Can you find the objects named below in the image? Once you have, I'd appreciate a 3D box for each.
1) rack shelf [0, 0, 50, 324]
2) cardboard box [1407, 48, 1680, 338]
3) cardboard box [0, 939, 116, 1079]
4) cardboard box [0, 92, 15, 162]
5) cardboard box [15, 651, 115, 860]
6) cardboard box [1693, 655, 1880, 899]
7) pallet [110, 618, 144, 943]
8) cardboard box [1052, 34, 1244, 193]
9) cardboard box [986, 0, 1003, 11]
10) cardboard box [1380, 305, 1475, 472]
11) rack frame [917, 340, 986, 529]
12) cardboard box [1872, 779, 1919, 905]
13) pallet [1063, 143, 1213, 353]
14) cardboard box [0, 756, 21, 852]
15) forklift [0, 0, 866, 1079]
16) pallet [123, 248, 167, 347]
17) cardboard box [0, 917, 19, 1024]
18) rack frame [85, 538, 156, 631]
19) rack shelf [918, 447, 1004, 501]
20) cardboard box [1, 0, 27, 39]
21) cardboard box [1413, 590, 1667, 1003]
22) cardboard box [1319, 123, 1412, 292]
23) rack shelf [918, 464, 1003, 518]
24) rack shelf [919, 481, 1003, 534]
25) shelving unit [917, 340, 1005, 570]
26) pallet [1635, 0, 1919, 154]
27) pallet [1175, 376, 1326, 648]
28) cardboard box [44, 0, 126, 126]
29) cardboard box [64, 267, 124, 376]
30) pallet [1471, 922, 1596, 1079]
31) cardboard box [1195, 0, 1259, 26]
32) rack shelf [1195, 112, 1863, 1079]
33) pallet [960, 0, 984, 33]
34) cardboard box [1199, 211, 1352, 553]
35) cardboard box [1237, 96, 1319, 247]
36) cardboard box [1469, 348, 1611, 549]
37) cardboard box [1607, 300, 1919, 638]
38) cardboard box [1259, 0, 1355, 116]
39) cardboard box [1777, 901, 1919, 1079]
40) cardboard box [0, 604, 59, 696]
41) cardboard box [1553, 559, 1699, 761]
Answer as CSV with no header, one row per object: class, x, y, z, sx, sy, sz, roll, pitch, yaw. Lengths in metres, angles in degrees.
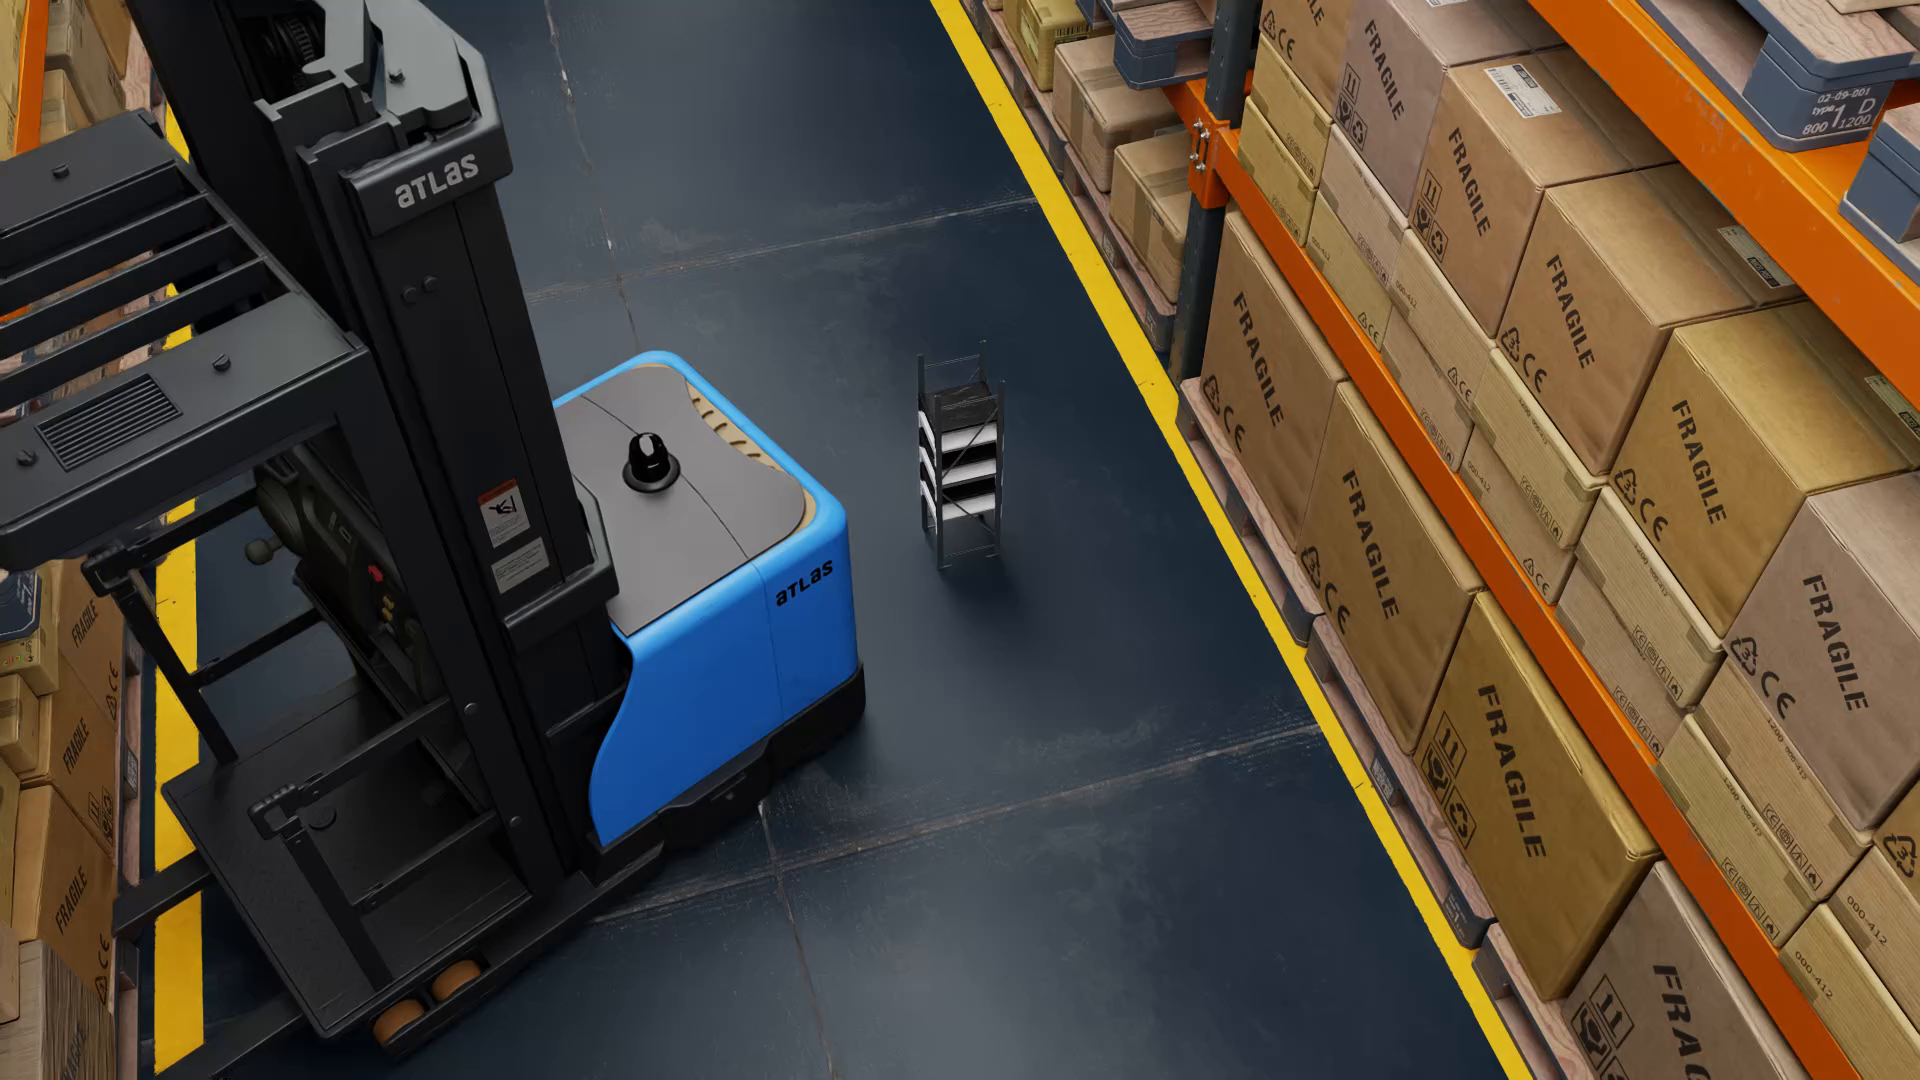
rack shelf,-3.986,-1.822,6.295,1.077,0.370,4.000,-13,51,-11
cardboard box,1.553,-0.916,4.341,0.500,0.500,0.500,-12,51,-10
cardboard box,-2.597,1.462,4.416,0.500,0.500,0.500,-15,51,-12
cardboard box,-3.436,-1.293,5.476,0.500,0.250,0.500,-14,51,-12
cardboard box,-2.926,0.705,5.054,0.500,0.500,0.500,-14,51,-12
cardboard box,2.012,0.460,3.672,0.500,0.250,0.500,-12,51,-10
pallet,-3.210,0.859,5.388,1.003,0.211,1.213,-13,51,-11
cardboard box,0.963,-1.959,7.384,0.950,0.372,0.625,-14,51,-12
cardboard box,0.537,-3.022,8.279,0.950,0.372,0.625,-10,51,-9
cardboard box,1.569,-0.500,4.808,0.500,0.250,0.500,-12,51,-10
rack frame,-0.028,-0.358,5.964,0.240,0.900,0.006,-13,51,-11
cardboard box,2.157,0.579,3.081,0.500,0.500,0.500,-12,51,-10
pallet,1.117,-1.391,7.285,1.003,0.211,1.213,-13,51,-11
cardboard box,-2.826,0.769,4.576,0.380,0.149,0.250,-12,51,-10
forklift,-1.764,0.124,4.228,3.031,2.935,1.130,-34,58,-25
pallet,-3.958,-1.194,7.119,1.003,0.211,1.213,-13,51,-11
cardboard box,-2.641,1.146,4.258,0.380,0.149,0.250,-16,52,-13
rack frame,-3.394,-0.594,4.789,1.000,3.000,0.127,-13,51,-11
rack shelf,0.002,-0.263,5.926,0.258,0.077,0.200,-13,51,-11
cardboard box,-3.747,-2.047,6.112,0.500,0.250,0.500,-12,51,-10
cardboard box,1.995,0.660,4.847,0.875,0.875,0.875,-12,51,-10
cardboard box,1.412,-1.028,4.926,0.500,0.250,0.500,-12,51,-10
rack shelf,0.002,-0.205,5.995,0.258,0.077,0.200,-13,51,-11
rack shelf,0.002,-0.147,6.064,0.258,0.077,0.200,-13,51,-11
shelving unit,0.002,-0.284,5.901,0.258,0.900,0.210,-13,51,-11
pallet,1.921,-1.350,3.588,1.003,0.211,1.213,-11,51,-9
pallet,1.507,-0.227,6.303,1.003,0.211,1.213,-13,51,-11
cardboard box,-4.190,-1.938,7.200,0.875,0.625,0.625,-14,51,-11
cardboard box,-3.766,-0.898,6.323,0.875,0.625,0.625,-12,51,-10
pallet,2.229,1.555,4.801,1.003,0.211,1.213,-13,51,-11
cardboard box,1.024,-1.959,5.829,0.380,0.149,0.250,-12,51,-10
rack shelf,1.938,-0.026,4.781,1.077,0.370,4.000,-13,51,-11
pallet,0.395,-3.173,8.787,1.003,0.211,1.213,-13,51,-11
cardboard box,1.471,-0.646,5.948,0.875,0.875,0.875,-14,51,-11
cardboard box,1.251,-1.256,5.445,0.500,0.250,0.500,-14,51,-12
cardboard box,1.685,-0.288,4.302,0.500,0.250,0.500,-13,51,-10
cardboard box,1.866,-0.172,3.714,0.500,0.500,0.500,-12,51,-10
cardboard box,1.258,-1.658,4.966,0.500,0.500,0.500,-15,51,-12
cardboard box,2.156,0.981,3.560,0.500,0.250,0.500,-14,51,-12
cardboard box,-2.896,0.363,4.918,0.380,0.149,0.250,-16,52,-13
cardboard box,1.875,0.235,4.188,0.500,0.250,0.500,-15,51,-12
